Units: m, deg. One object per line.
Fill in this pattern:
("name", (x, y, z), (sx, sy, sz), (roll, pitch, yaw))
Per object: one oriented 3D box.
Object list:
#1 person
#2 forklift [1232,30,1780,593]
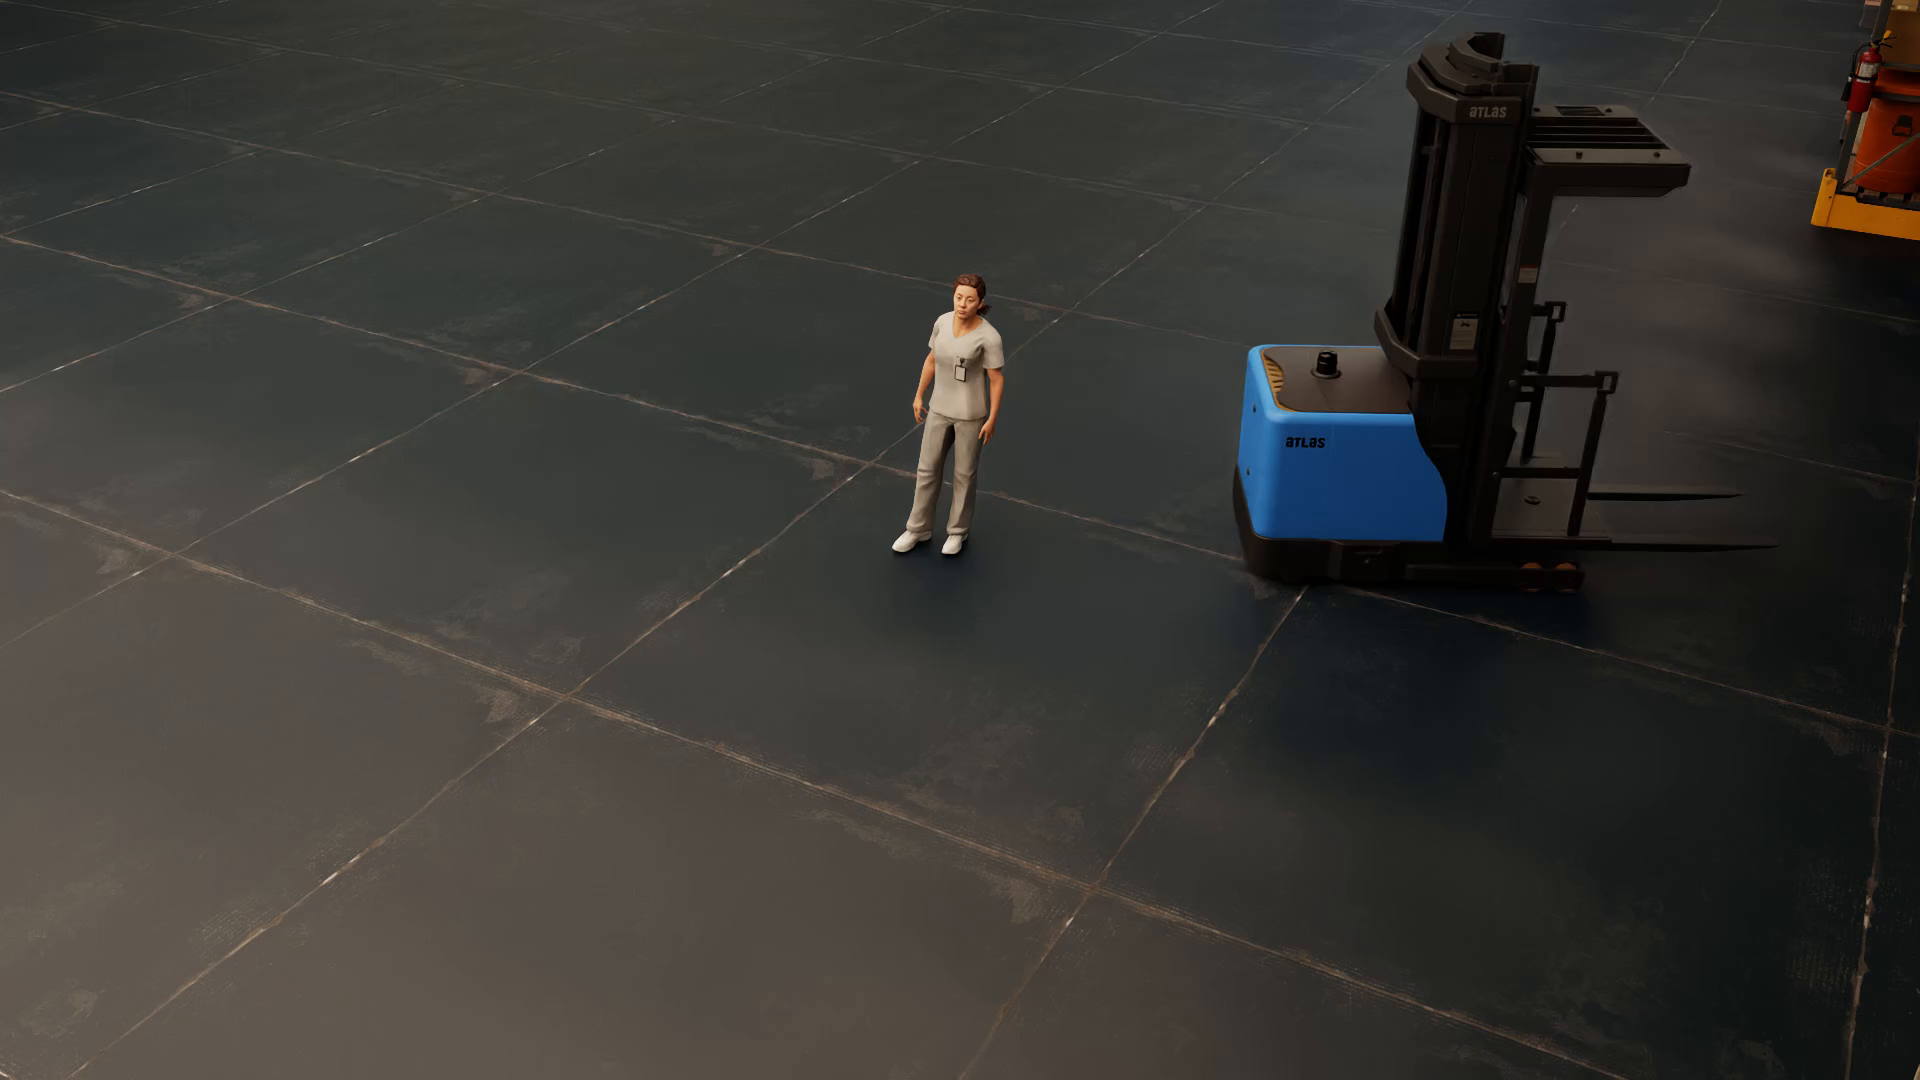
("person", (-0.048, -0.703, 9.530), (0.550, 1.673, 0.548), (15, 33, 25))
("forklift", (3.191, -1.240, 9.218), (3.031, 2.935, 1.130), (1, 30, 2))
